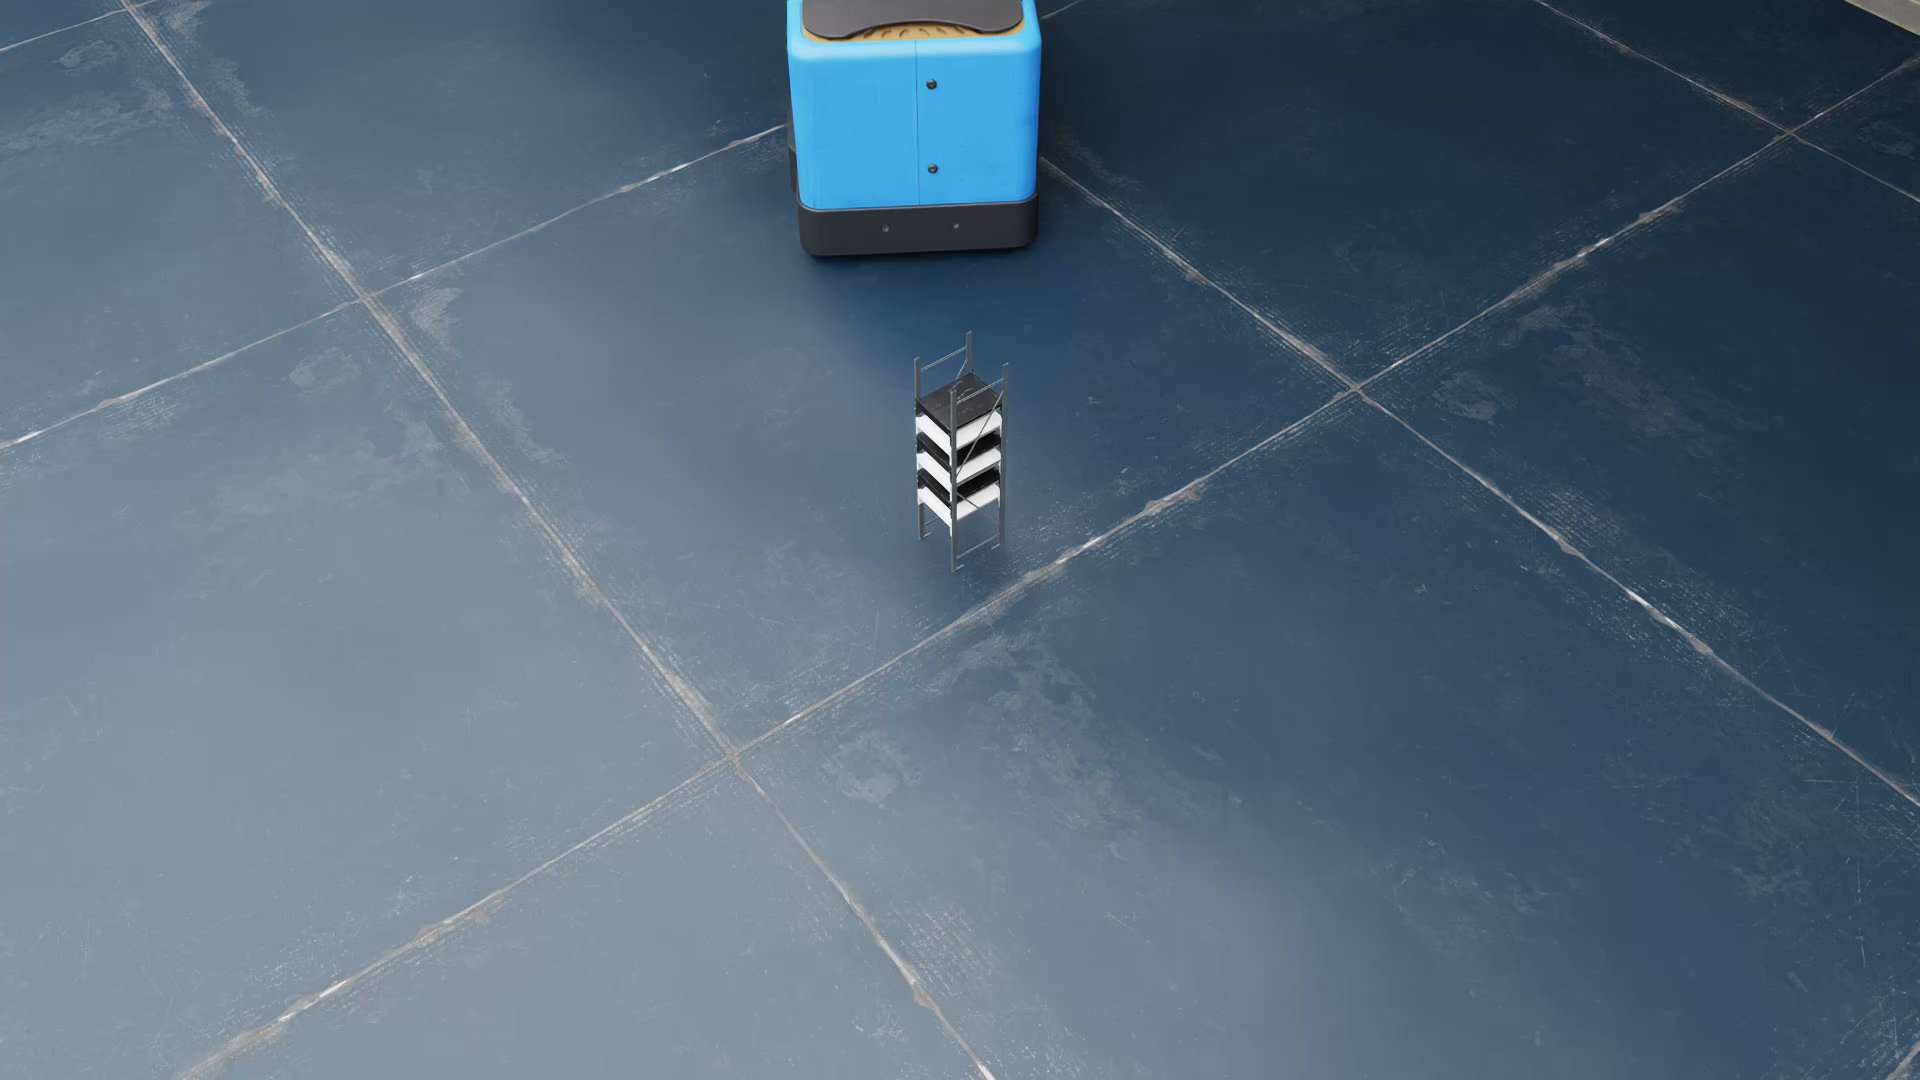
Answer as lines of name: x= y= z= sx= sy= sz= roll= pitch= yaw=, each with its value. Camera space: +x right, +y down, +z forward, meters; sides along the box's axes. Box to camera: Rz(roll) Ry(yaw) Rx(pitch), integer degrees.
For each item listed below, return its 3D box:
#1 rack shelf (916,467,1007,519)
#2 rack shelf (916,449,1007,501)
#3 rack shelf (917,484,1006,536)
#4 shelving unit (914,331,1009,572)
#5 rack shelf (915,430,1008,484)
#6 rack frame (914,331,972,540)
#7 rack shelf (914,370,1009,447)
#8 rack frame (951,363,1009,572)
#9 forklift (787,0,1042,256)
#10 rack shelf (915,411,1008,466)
rack shelf: x=0.005 y=-0.215 z=6.004 sx=0.258 sy=0.077 sz=0.200 roll=-29 pitch=54 yaw=-24
rack shelf: x=0.005 y=-0.275 z=5.937 sx=0.258 sy=0.077 sz=0.200 roll=-29 pitch=54 yaw=-24
rack shelf: x=0.005 y=-0.154 z=6.070 sx=0.258 sy=0.077 sz=0.200 roll=-29 pitch=54 yaw=-24
shelving unit: x=0.005 y=-0.297 z=5.912 sx=0.258 sy=0.900 sz=0.210 roll=-29 pitch=54 yaw=-24
rack shelf: x=0.005 y=-0.336 z=5.870 sx=0.258 sy=0.077 sz=0.200 roll=-29 pitch=54 yaw=-24
rack frame: x=-0.057 y=-0.357 z=5.967 sx=0.240 sy=0.900 sz=0.006 roll=-29 pitch=54 yaw=-24
rack shelf: x=0.005 y=-0.456 z=5.737 sx=0.258 sy=0.077 sz=0.200 roll=-29 pitch=54 yaw=-24
rack frame: x=0.066 y=-0.238 z=5.858 sx=0.240 sy=0.900 sz=0.006 roll=-29 pitch=54 yaw=-24
forklift: x=-0.281 y=-3.319 z=7.281 sx=1.130 sy=2.935 sz=3.031 roll=-3 pitch=48 yaw=-3
rack shelf: x=0.005 y=-0.396 z=5.804 sx=0.258 sy=0.077 sz=0.200 roll=-29 pitch=54 yaw=-24
